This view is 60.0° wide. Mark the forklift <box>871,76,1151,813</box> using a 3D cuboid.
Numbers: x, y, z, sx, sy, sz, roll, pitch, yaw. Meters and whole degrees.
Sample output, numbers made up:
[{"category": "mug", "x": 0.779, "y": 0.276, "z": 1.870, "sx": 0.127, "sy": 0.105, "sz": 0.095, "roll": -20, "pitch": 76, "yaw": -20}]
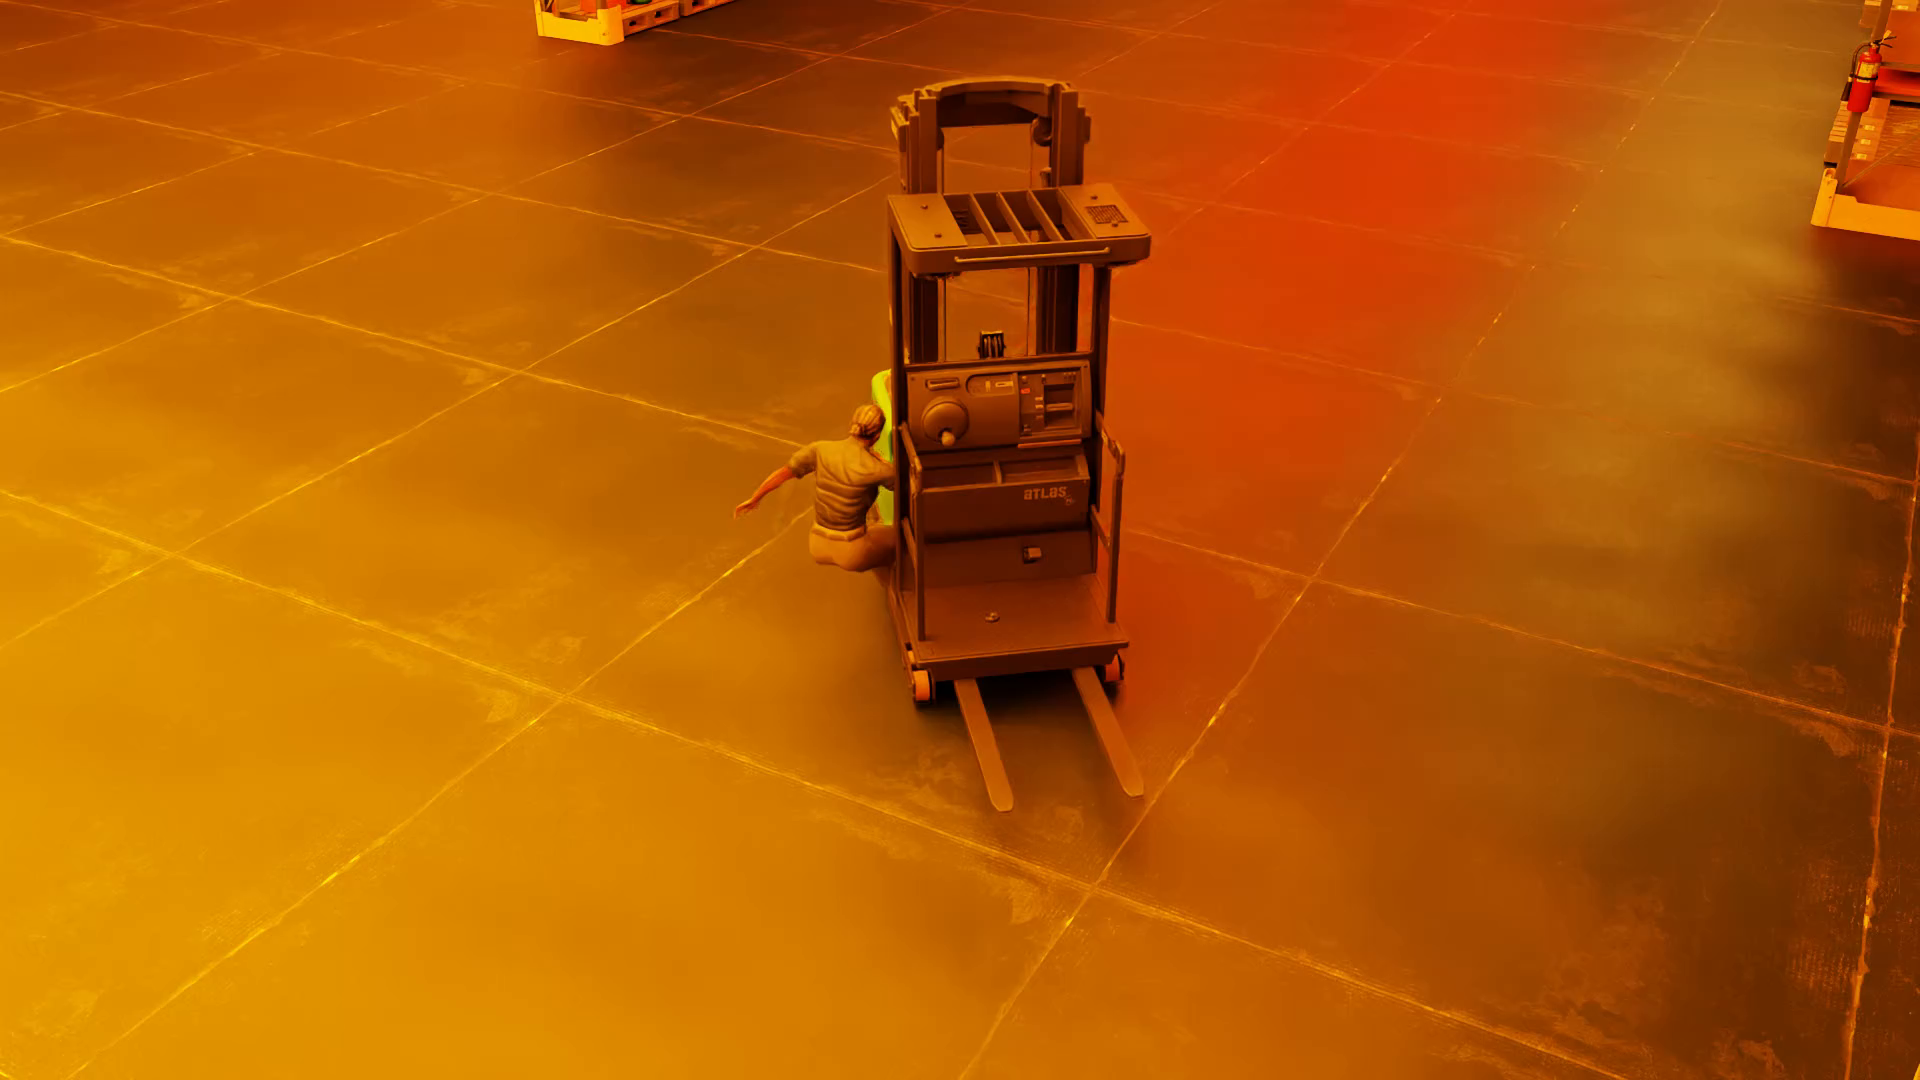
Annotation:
[{"category": "forklift", "x": 0.241, "y": -0.632, "z": 8.166, "sx": 1.130, "sy": 2.935, "sz": 3.031, "roll": -5, "pitch": 30, "yaw": -9}]

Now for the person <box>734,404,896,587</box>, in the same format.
[{"category": "person", "x": -0.555, "y": -0.158, "z": 8.935, "sx": 1.008, "sy": 1.346, "sz": 0.899, "roll": 17, "pitch": 34, "yaw": 27}]
